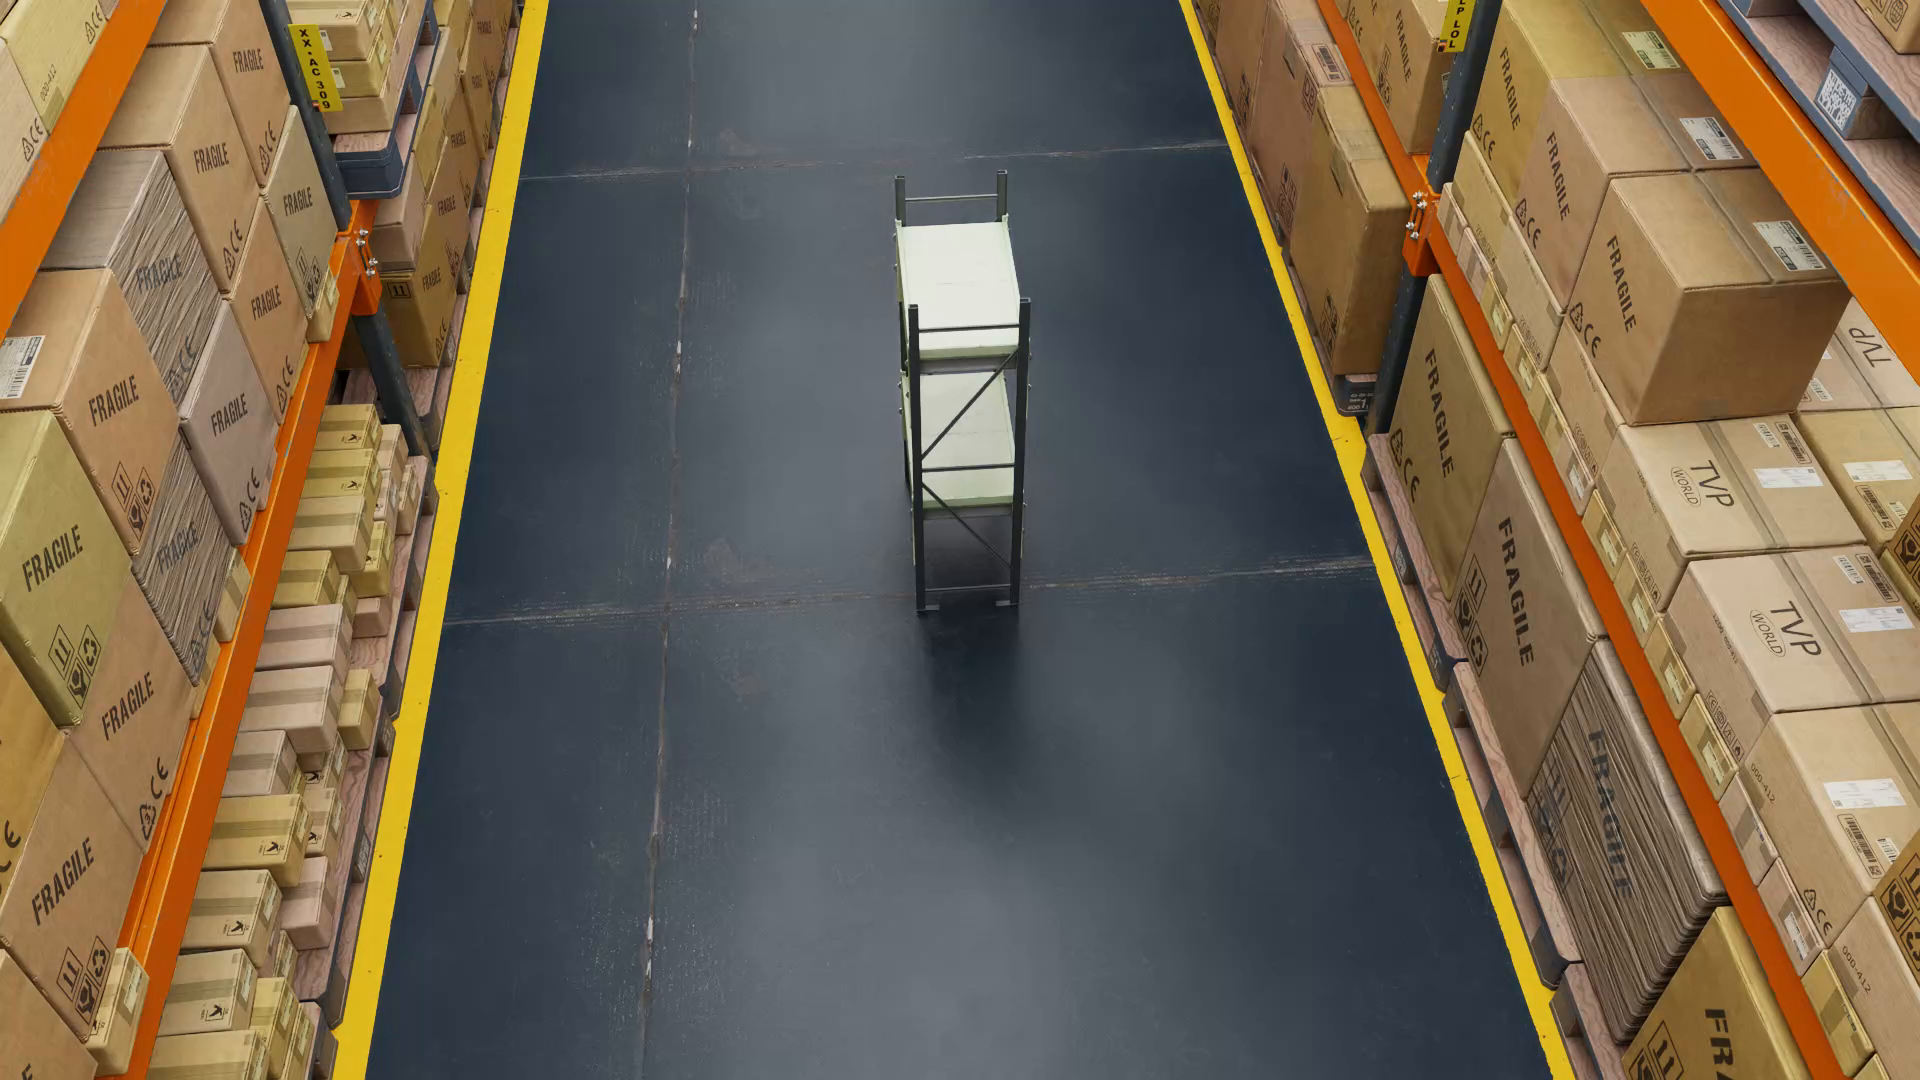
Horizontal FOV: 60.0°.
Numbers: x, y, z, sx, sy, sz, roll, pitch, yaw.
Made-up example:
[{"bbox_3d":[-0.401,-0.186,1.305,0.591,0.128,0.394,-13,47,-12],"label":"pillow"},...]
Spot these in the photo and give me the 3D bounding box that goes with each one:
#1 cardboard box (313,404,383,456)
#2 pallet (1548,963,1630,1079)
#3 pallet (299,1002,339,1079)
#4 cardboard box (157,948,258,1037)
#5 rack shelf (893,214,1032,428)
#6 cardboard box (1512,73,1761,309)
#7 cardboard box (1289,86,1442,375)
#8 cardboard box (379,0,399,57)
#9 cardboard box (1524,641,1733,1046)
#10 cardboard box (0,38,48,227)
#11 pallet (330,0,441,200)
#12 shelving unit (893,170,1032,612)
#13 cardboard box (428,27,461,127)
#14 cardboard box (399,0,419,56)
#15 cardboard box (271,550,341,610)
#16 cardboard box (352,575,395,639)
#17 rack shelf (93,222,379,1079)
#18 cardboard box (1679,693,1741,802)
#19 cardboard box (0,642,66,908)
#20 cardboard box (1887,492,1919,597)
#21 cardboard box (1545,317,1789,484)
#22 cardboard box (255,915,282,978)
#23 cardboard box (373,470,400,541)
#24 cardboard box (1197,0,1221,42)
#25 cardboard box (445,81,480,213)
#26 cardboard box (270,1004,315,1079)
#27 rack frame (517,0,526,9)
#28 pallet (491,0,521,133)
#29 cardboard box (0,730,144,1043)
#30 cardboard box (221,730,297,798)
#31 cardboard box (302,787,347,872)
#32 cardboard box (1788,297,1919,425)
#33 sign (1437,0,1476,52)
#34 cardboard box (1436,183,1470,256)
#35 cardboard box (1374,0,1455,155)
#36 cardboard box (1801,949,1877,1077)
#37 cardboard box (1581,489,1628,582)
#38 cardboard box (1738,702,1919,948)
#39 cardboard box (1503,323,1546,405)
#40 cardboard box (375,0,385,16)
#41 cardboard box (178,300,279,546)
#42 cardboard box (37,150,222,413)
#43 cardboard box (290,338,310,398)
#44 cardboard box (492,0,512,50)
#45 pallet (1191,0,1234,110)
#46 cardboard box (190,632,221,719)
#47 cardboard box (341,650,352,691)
[{"bbox_3d":[-2.418,-0.375,6.304,0.380,0.149,0.250,-2,47,-2],"label":"cardboard box"},{"bbox_3d":[2.434,1.803,4.897,1.003,0.211,1.213,-3,47,-3],"label":"pallet"},{"bbox_3d":[-2.411,1.960,4.748,1.003,0.211,1.213,-3,47,-3],"label":"pallet"},{"bbox_3d":[-2.217,1.321,4.698,0.380,0.149,0.250,-6,47,-5],"label":"cardboard box"},{"bbox_3d":[-0.001,-0.789,5.927,0.431,0.370,0.720,-3,47,-3],"label":"rack shelf"},{"bbox_3d":[2.063,-1.066,5.076,0.500,0.500,0.500,-3,47,-3],"label":"cardboard box"},{"bbox_3d":[2.170,-1.352,7.139,1.225,0.875,0.875,-3,47,-3],"label":"cardboard box"},{"bbox_3d":[-2.305,-1.909,6.171,0.380,0.149,0.250,-4,47,-4],"label":"cardboard box"},{"bbox_3d":[2.369,0.887,5.018,0.875,0.875,0.875,-3,47,-3],"label":"cardboard box"},{"bbox_3d":[-2.283,-0.801,3.480,0.500,0.250,0.500,-4,47,-3],"label":"cardboard box"},{"bbox_3d":[-2.626,-1.744,6.468,1.003,0.211,1.213,-3,47,-3],"label":"pallet"},{"bbox_3d":[-0.001,-0.521,6.210,0.431,1.500,0.755,-3,47,-3],"label":"shelving unit"},{"bbox_3d":[-2.591,-2.096,7.585,0.500,0.250,0.500,-2,47,-2],"label":"cardboard box"},{"bbox_3d":[-2.328,-2.000,6.462,0.380,0.149,0.250,-3,47,-3],"label":"cardboard box"},{"bbox_3d":[-2.385,0.179,5.779,0.380,0.149,0.250,-2,47,-2],"label":"cardboard box"},{"bbox_3d":[-2.310,0.231,6.139,0.380,0.149,0.250,-5,47,-5],"label":"cardboard box"},{"bbox_3d":[-2.540,0.446,4.757,1.077,0.370,4.000,-3,47,-3],"label":"rack shelf"},{"bbox_3d":[2.134,0.527,4.357,0.380,0.149,0.250,-4,47,-4],"label":"cardboard box"},{"bbox_3d":[-2.194,0.460,3.286,0.500,0.500,0.500,-2,47,-2],"label":"cardboard box"},{"bbox_3d":[2.716,0.009,4.057,0.500,0.500,0.500,-5,47,-4],"label":"cardboard box"},{"bbox_3d":[2.108,-0.437,4.996,0.500,0.250,0.500,-2,47,-2],"label":"cardboard box"},{"bbox_3d":[-2.266,1.233,4.986,0.380,0.149,0.250,-6,47,-5],"label":"cardboard box"},{"bbox_3d":[-2.329,-0.111,6.258,0.380,0.149,0.250,-6,47,-5],"label":"cardboard box"},{"bbox_3d":[1.946,-3.284,8.968,1.225,0.875,0.875,-5,47,-5],"label":"cardboard box"},{"bbox_3d":[-2.608,-1.845,7.863,0.500,0.500,0.500,-3,47,-3],"label":"cardboard box"},{"bbox_3d":[-2.140,1.528,4.911,0.380,0.149,0.250,-3,47,-3],"label":"cardboard box"},{"bbox_3d":[-3.042,-4.142,8.607,1.000,3.000,0.127,-3,47,-3],"label":"rack frame"},{"bbox_3d":[-2.978,-2.618,9.084,1.003,0.211,1.213,-3,47,-3],"label":"pallet"},{"bbox_3d":[-2.205,0.782,3.670,0.500,0.500,0.500,-3,47,-3],"label":"cardboard box"},{"bbox_3d":[-2.324,0.751,5.238,0.380,0.149,0.250,-3,47,-3],"label":"cardboard box"},{"bbox_3d":[-2.240,0.965,5.444,0.380,0.149,0.250,-3,47,-3],"label":"cardboard box"},{"bbox_3d":[2.631,-0.480,5.037,0.500,0.250,0.500,-3,47,-2],"label":"cardboard box"},{"bbox_3d":[1.704,-1.807,5.653,0.100,0.325,0.005,-3,47,-3],"label":"sign"},{"bbox_3d":[1.937,-1.156,5.952,0.380,0.149,0.250,-3,47,-3],"label":"cardboard box"},{"bbox_3d":[1.933,-1.833,6.351,0.500,0.500,0.500,-3,47,-3],"label":"cardboard box"},{"bbox_3d":[2.197,1.078,3.836,0.380,0.149,0.250,-3,47,-3],"label":"cardboard box"},{"bbox_3d":[2.069,-0.028,4.884,0.380,0.149,0.250,-5,47,-4],"label":"cardboard box"},{"bbox_3d":[2.232,0.665,3.952,0.500,0.250,0.500,-4,47,-4],"label":"cardboard box"},{"bbox_3d":[2.006,-0.585,5.411,0.380,0.149,0.250,-5,47,-4],"label":"cardboard box"},{"bbox_3d":[-2.311,-2.025,6.076,0.380,0.149,0.250,-2,47,-2],"label":"cardboard box"},{"bbox_3d":[-2.302,-0.316,4.710,0.500,0.500,0.500,-4,47,-4],"label":"cardboard box"},{"bbox_3d":[-2.321,-0.660,4.347,0.500,0.500,0.500,-2,47,-2],"label":"cardboard box"},{"bbox_3d":[-2.357,-0.593,5.418,0.380,0.149,0.250,-2,47,-2],"label":"cardboard box"},{"bbox_3d":[-2.726,-2.967,8.926,0.500,0.500,0.500,-4,47,-3],"label":"cardboard box"},{"bbox_3d":[1.900,-2.837,9.291,1.003,0.211,1.213,-3,47,-3],"label":"pallet"},{"bbox_3d":[-2.254,0.352,4.523,0.380,0.149,0.250,-2,47,-2],"label":"cardboard box"},{"bbox_3d":[-2.325,0.453,5.725,0.380,0.149,0.250,-2,47,-2],"label":"cardboard box"}]
